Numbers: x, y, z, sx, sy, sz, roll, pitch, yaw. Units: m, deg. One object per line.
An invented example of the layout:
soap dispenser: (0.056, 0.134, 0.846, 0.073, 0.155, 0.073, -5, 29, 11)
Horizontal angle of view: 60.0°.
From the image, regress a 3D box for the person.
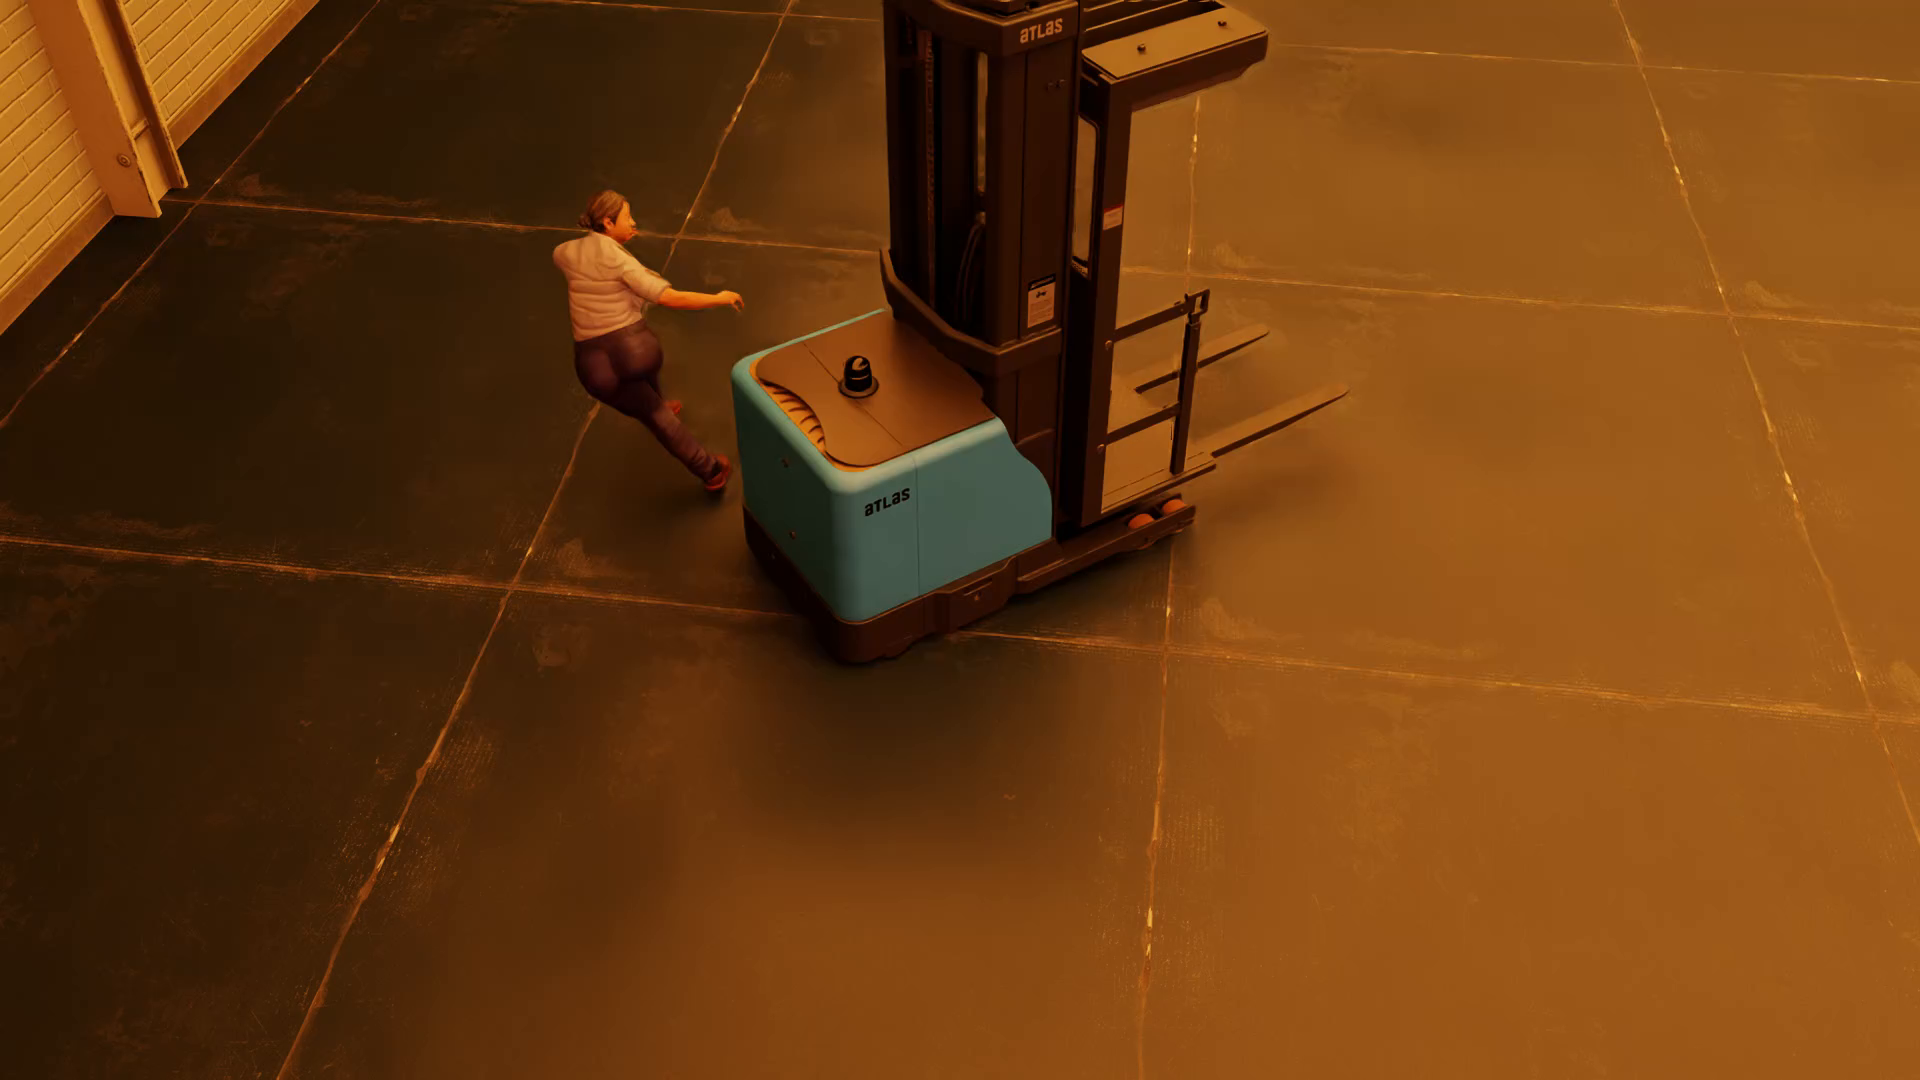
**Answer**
person: (-1.473, -1.019, 7.948, 0.918, 1.406, 0.910, 1, 43, 1)

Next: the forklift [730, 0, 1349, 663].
forklift: (0.514, -1.316, 7.157, 3.031, 2.935, 1.130, -23, 47, -23)
